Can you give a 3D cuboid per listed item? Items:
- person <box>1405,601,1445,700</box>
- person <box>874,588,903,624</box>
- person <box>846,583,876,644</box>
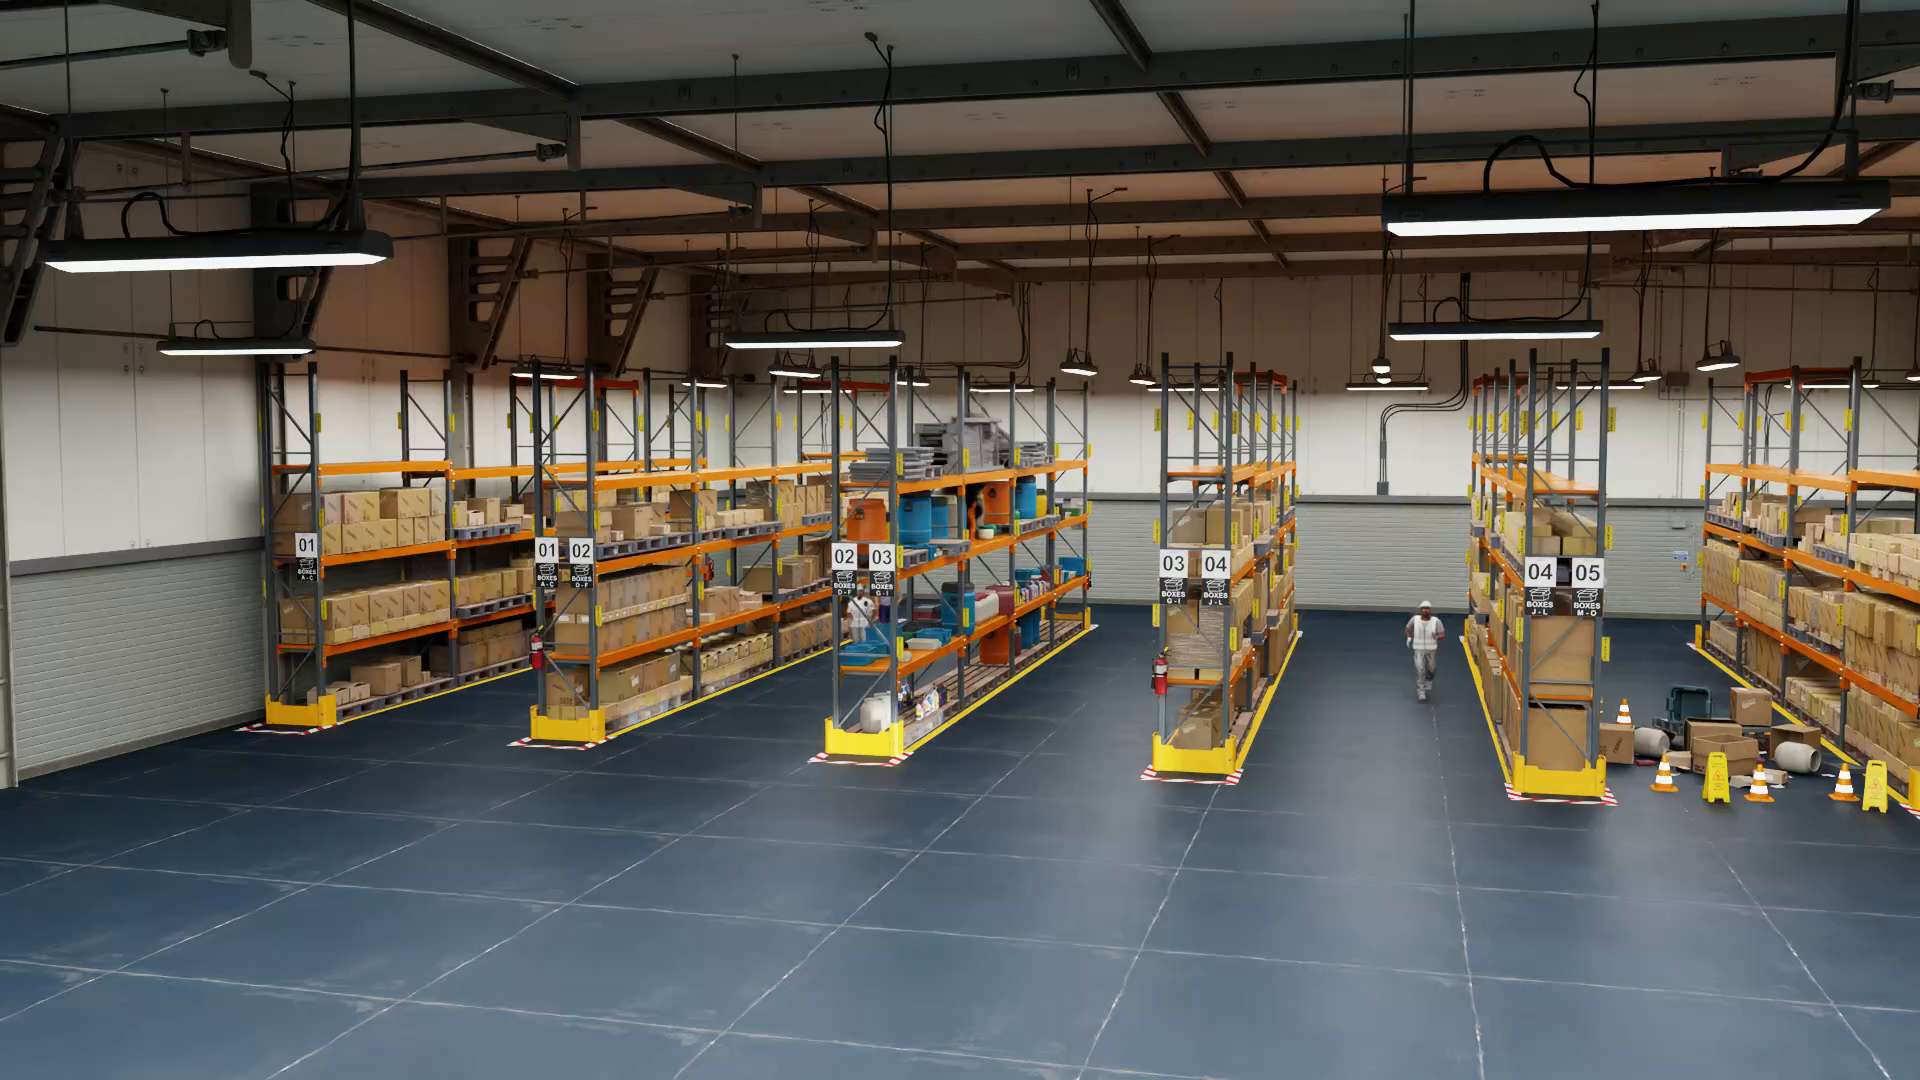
[{"bbox_3d":[8.441,1.989,30.195,0.696,1.763,0.946,1,4,14],"label":"person"},{"bbox_3d":[-1.503,1.482,34.715,0.607,1.596,0.507,0,4,0],"label":"person"},{"bbox_3d":[-1.883,1.680,31.452,0.554,1.724,0.611,0,4,4],"label":"person"}]
